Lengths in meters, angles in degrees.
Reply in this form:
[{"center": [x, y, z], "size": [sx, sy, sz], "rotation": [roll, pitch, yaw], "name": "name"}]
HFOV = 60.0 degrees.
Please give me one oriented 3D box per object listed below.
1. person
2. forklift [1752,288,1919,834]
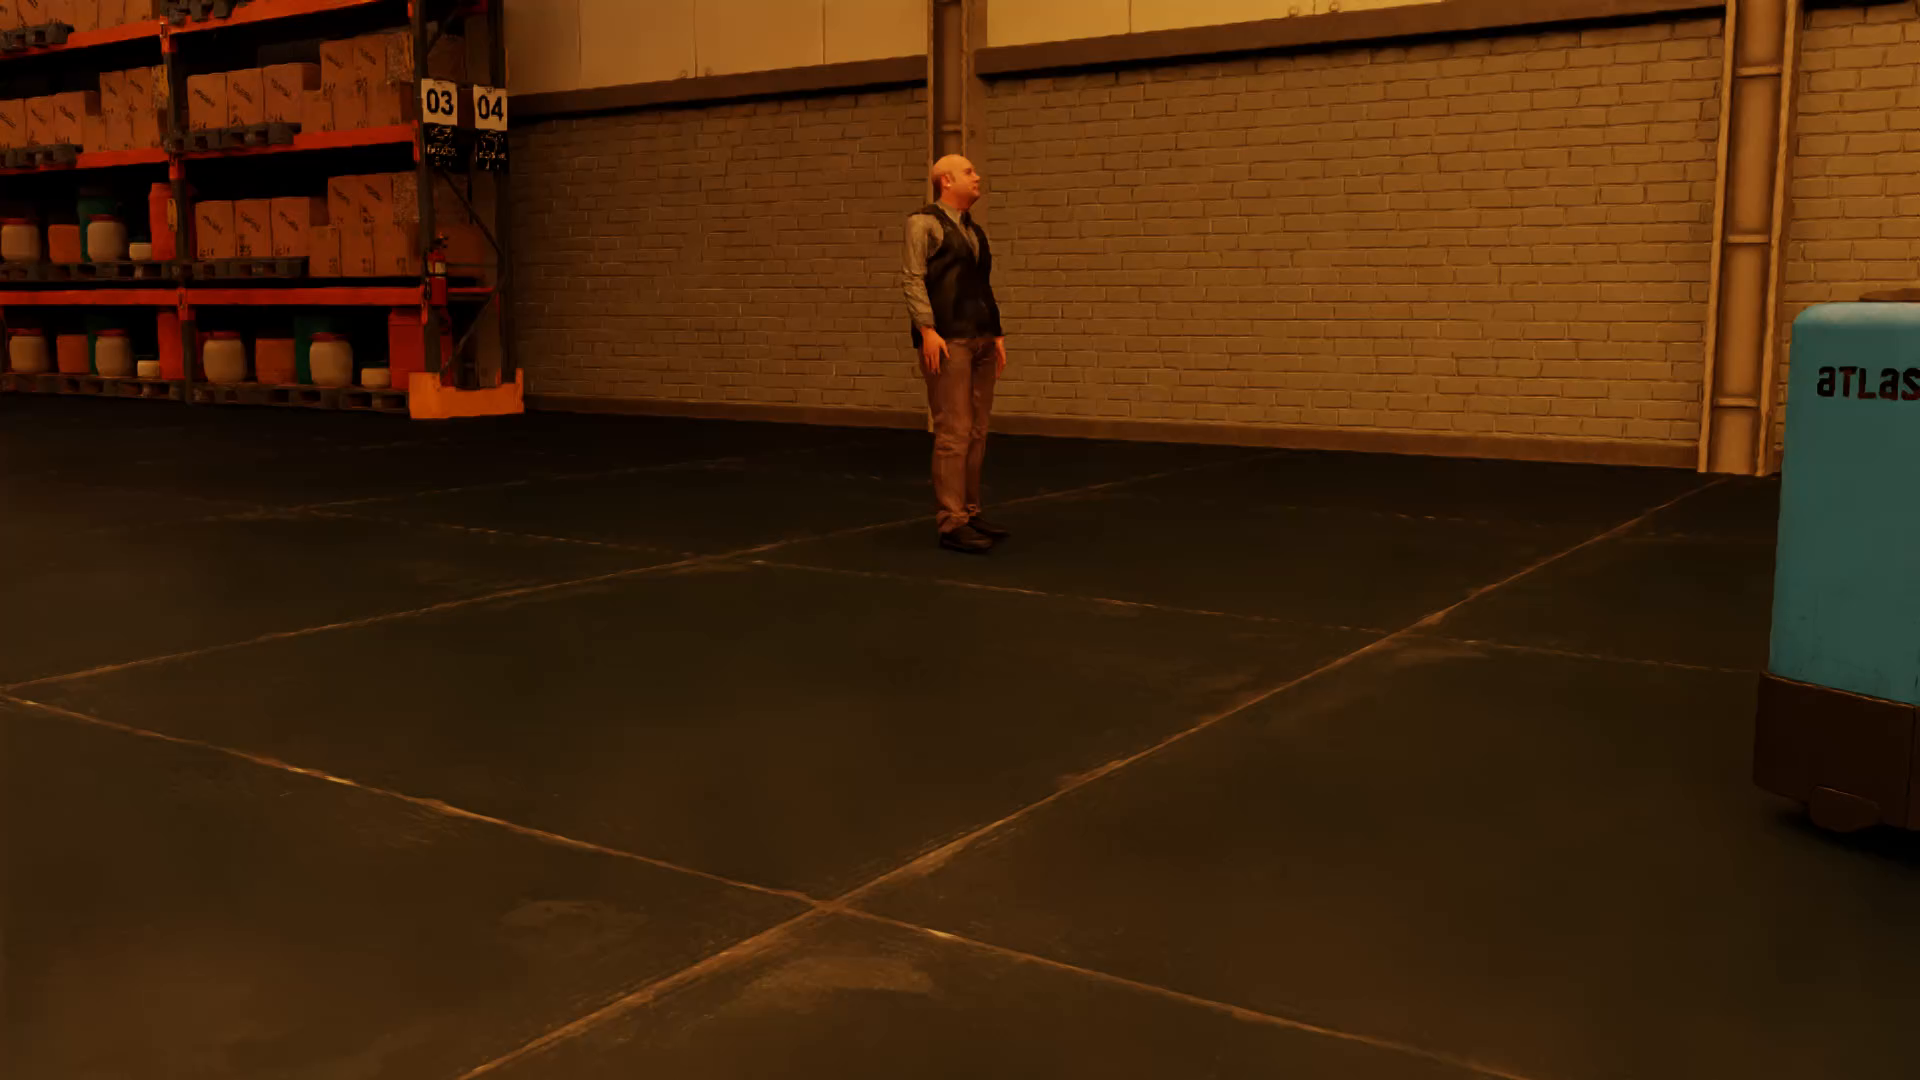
[{"center": [0.047, -0.853, 7.440], "size": [0.567, 1.720, 0.632], "rotation": [5, 10, 34], "name": "person"}, {"center": [2.818, -0.720, 2.256], "size": [1.130, 2.935, 3.031], "rotation": [-4, 9, -29], "name": "forklift"}]
